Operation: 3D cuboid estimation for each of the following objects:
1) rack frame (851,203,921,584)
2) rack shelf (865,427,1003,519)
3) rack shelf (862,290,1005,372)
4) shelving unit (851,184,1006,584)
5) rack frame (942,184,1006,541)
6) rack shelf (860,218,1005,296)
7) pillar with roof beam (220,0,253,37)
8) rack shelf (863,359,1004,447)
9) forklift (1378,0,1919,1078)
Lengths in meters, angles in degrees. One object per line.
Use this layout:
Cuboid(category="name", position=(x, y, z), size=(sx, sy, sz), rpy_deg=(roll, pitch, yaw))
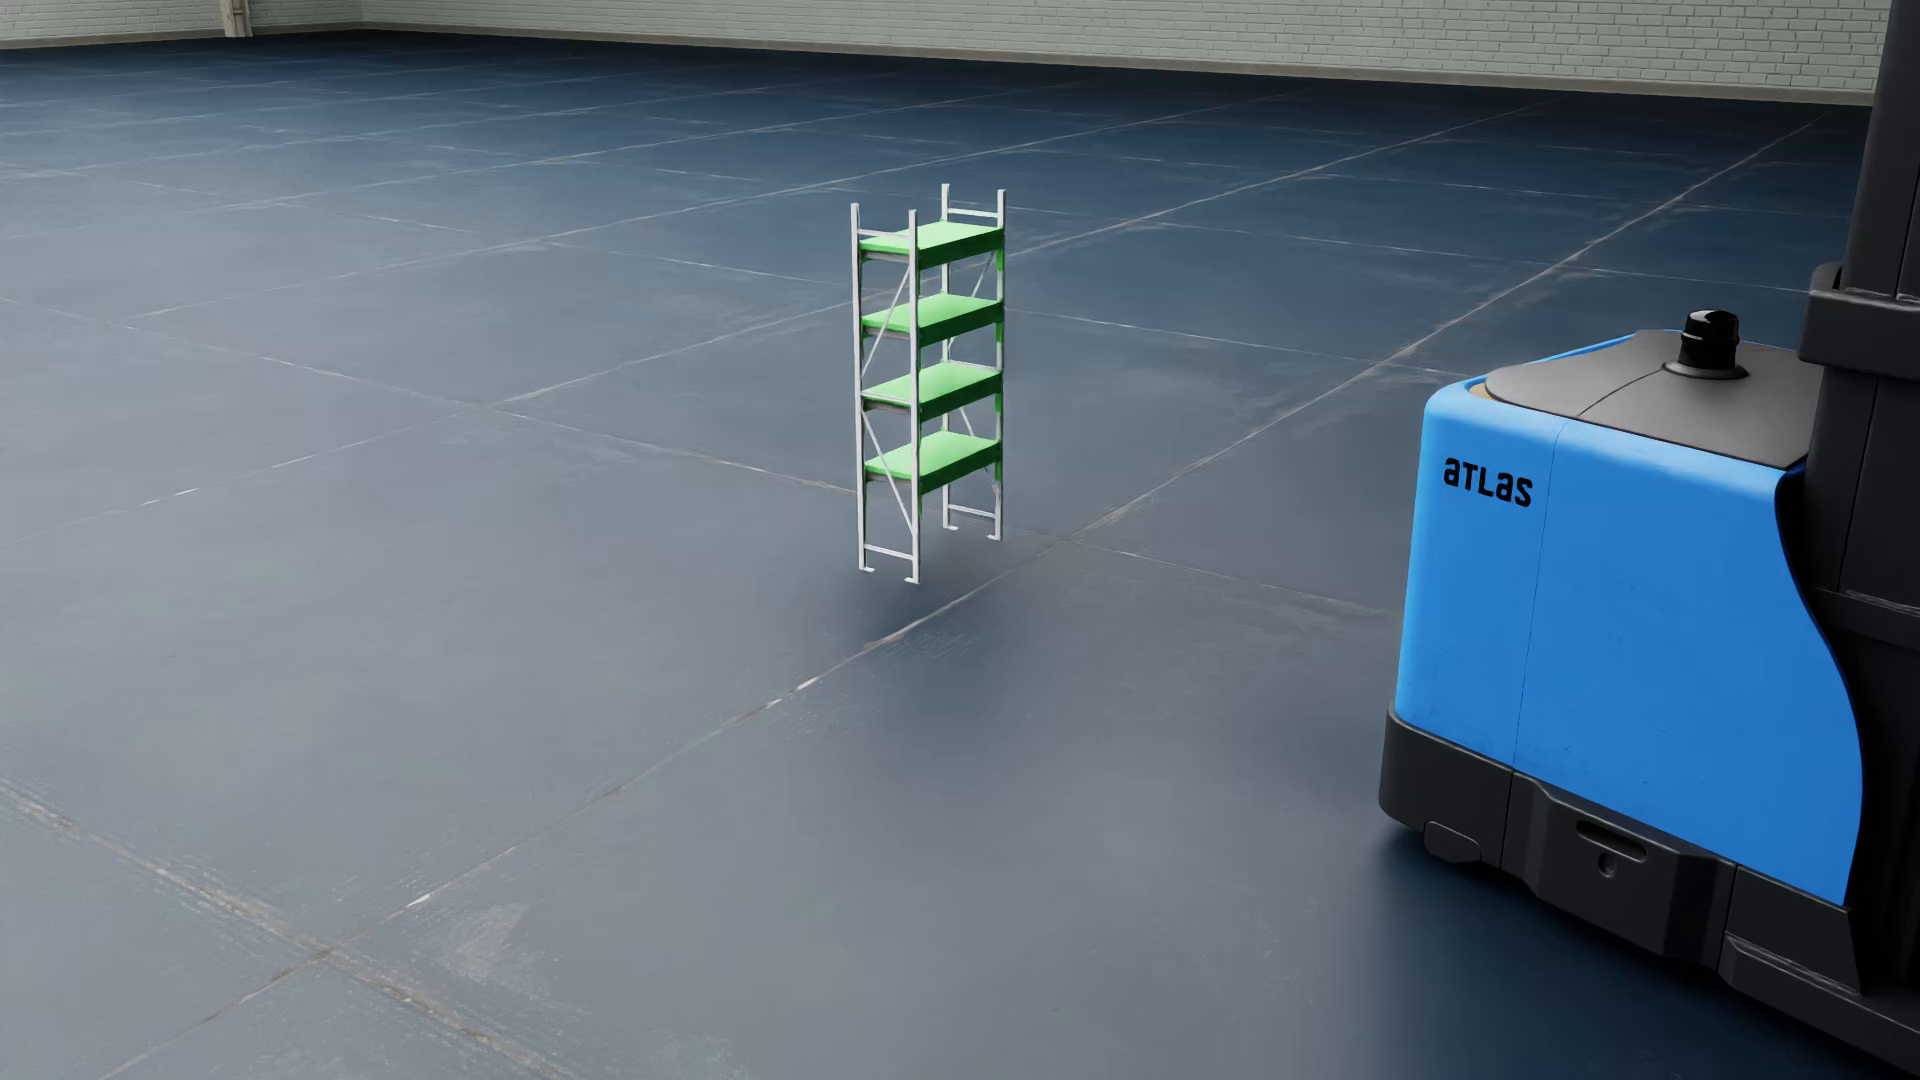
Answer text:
Cuboid(category="rack frame", position=(-0.230, -0.445, 5.239), size=(0.240, 1.200, 0.015), rpy_deg=(13, 24, 32))
Cuboid(category="rack shelf", position=(-0.093, -0.230, 5.534), size=(0.258, 0.148, 0.480), rpy_deg=(13, 24, 32))
Cuboid(category="rack shelf", position=(-0.093, -0.680, 5.367), size=(0.258, 0.148, 0.480), rpy_deg=(13, 24, 32))
Cuboid(category="shelving unit", position=(-0.093, -0.515, 5.428), size=(0.258, 1.200, 0.503), rpy_deg=(13, 24, 32))
Cuboid(category="rack frame", position=(0.044, -0.585, 5.618), size=(0.240, 1.200, 0.015), rpy_deg=(13, 24, 32))
Cuboid(category="rack shelf", position=(-0.093, -0.906, 5.284), size=(0.258, 0.148, 0.480), rpy_deg=(13, 24, 32))
Cuboid(category="pillar with roof beam", position=(-10.234, -13.013, 27.974), size=(9.100, 9.000, 0.400), rpy_deg=(13, 24, 32))
Cuboid(category="rack shelf", position=(-0.093, -0.455, 5.451), size=(0.258, 0.148, 0.480), rpy_deg=(13, 24, 32))
Cuboid(category="forklift", position=(2.301, -0.400, 2.622), size=(1.130, 2.935, 3.031), rpy_deg=(-16, 26, -36))
